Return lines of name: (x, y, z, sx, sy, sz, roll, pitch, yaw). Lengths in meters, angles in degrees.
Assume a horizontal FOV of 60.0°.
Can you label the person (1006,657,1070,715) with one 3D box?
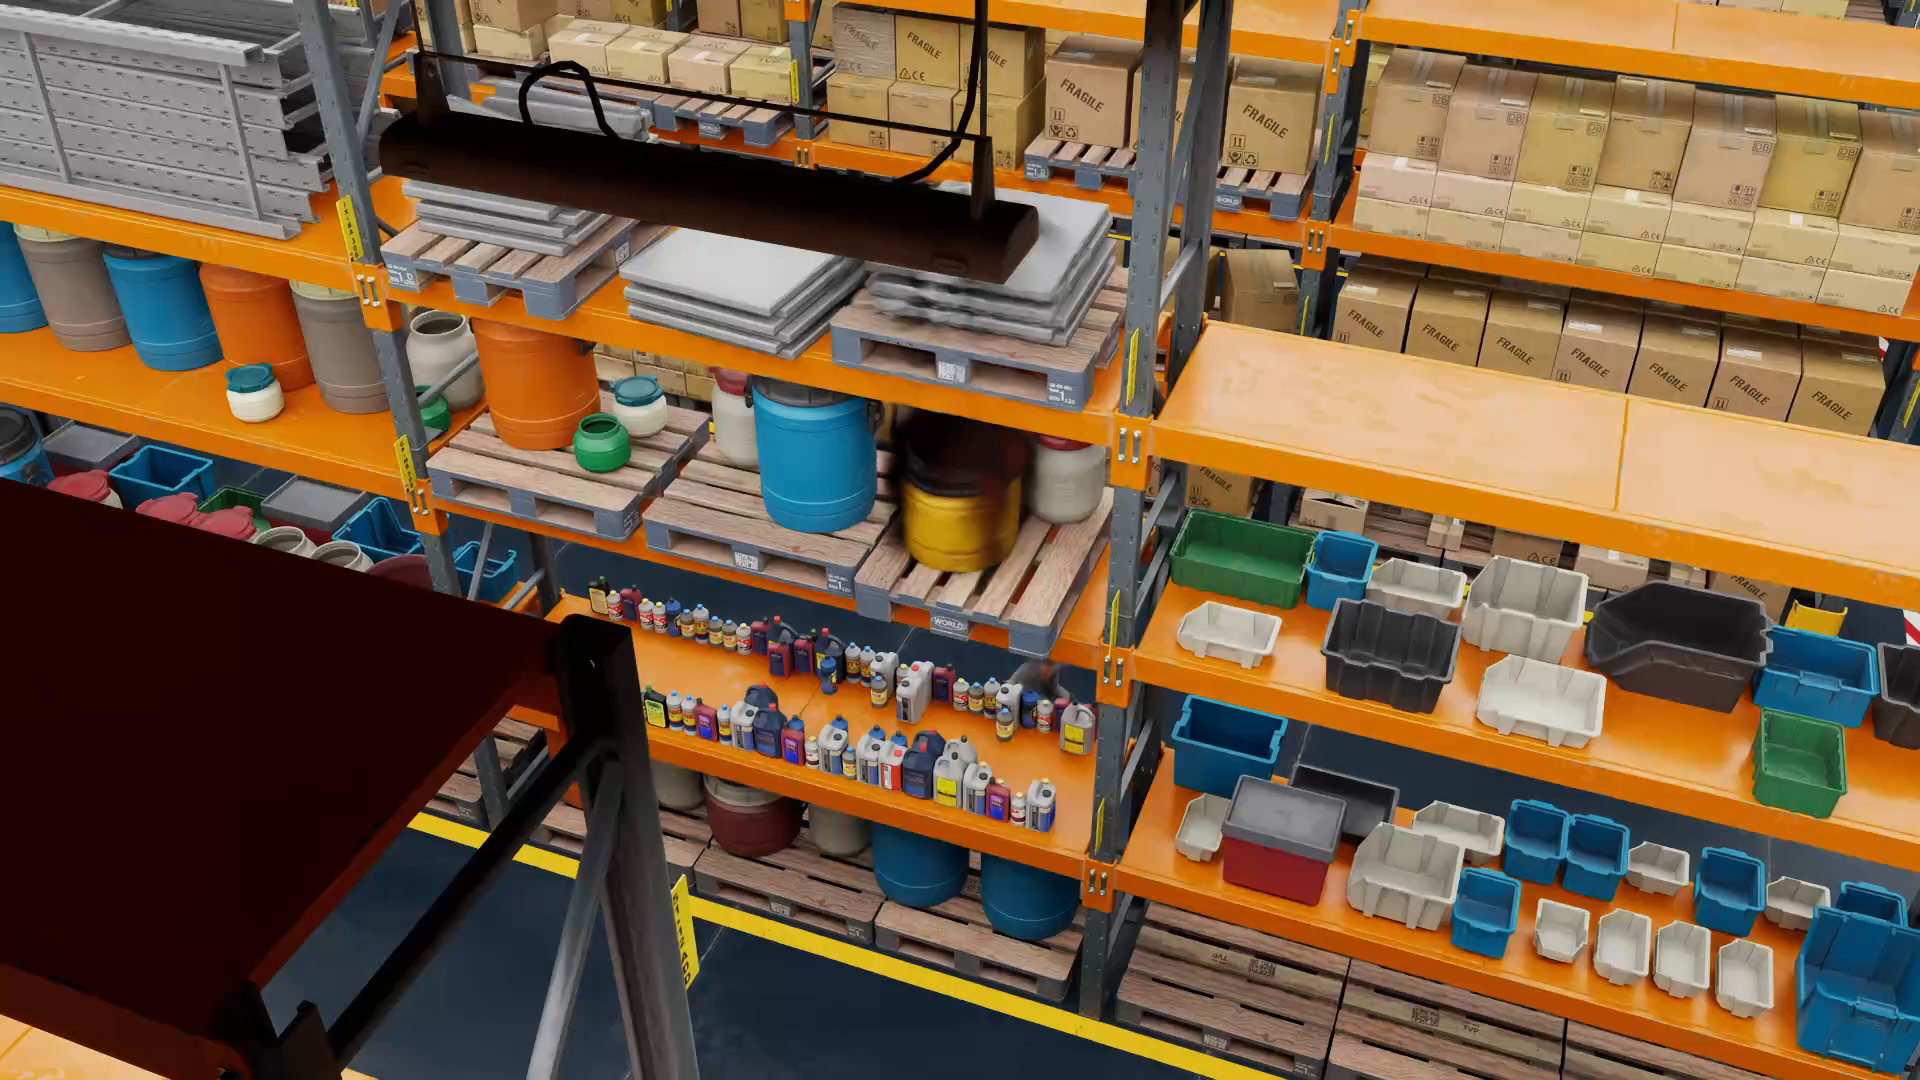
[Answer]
person: (0.502, 0.757, 11.100, 0.826, 1.498, 0.544, 5, 37, 7)
